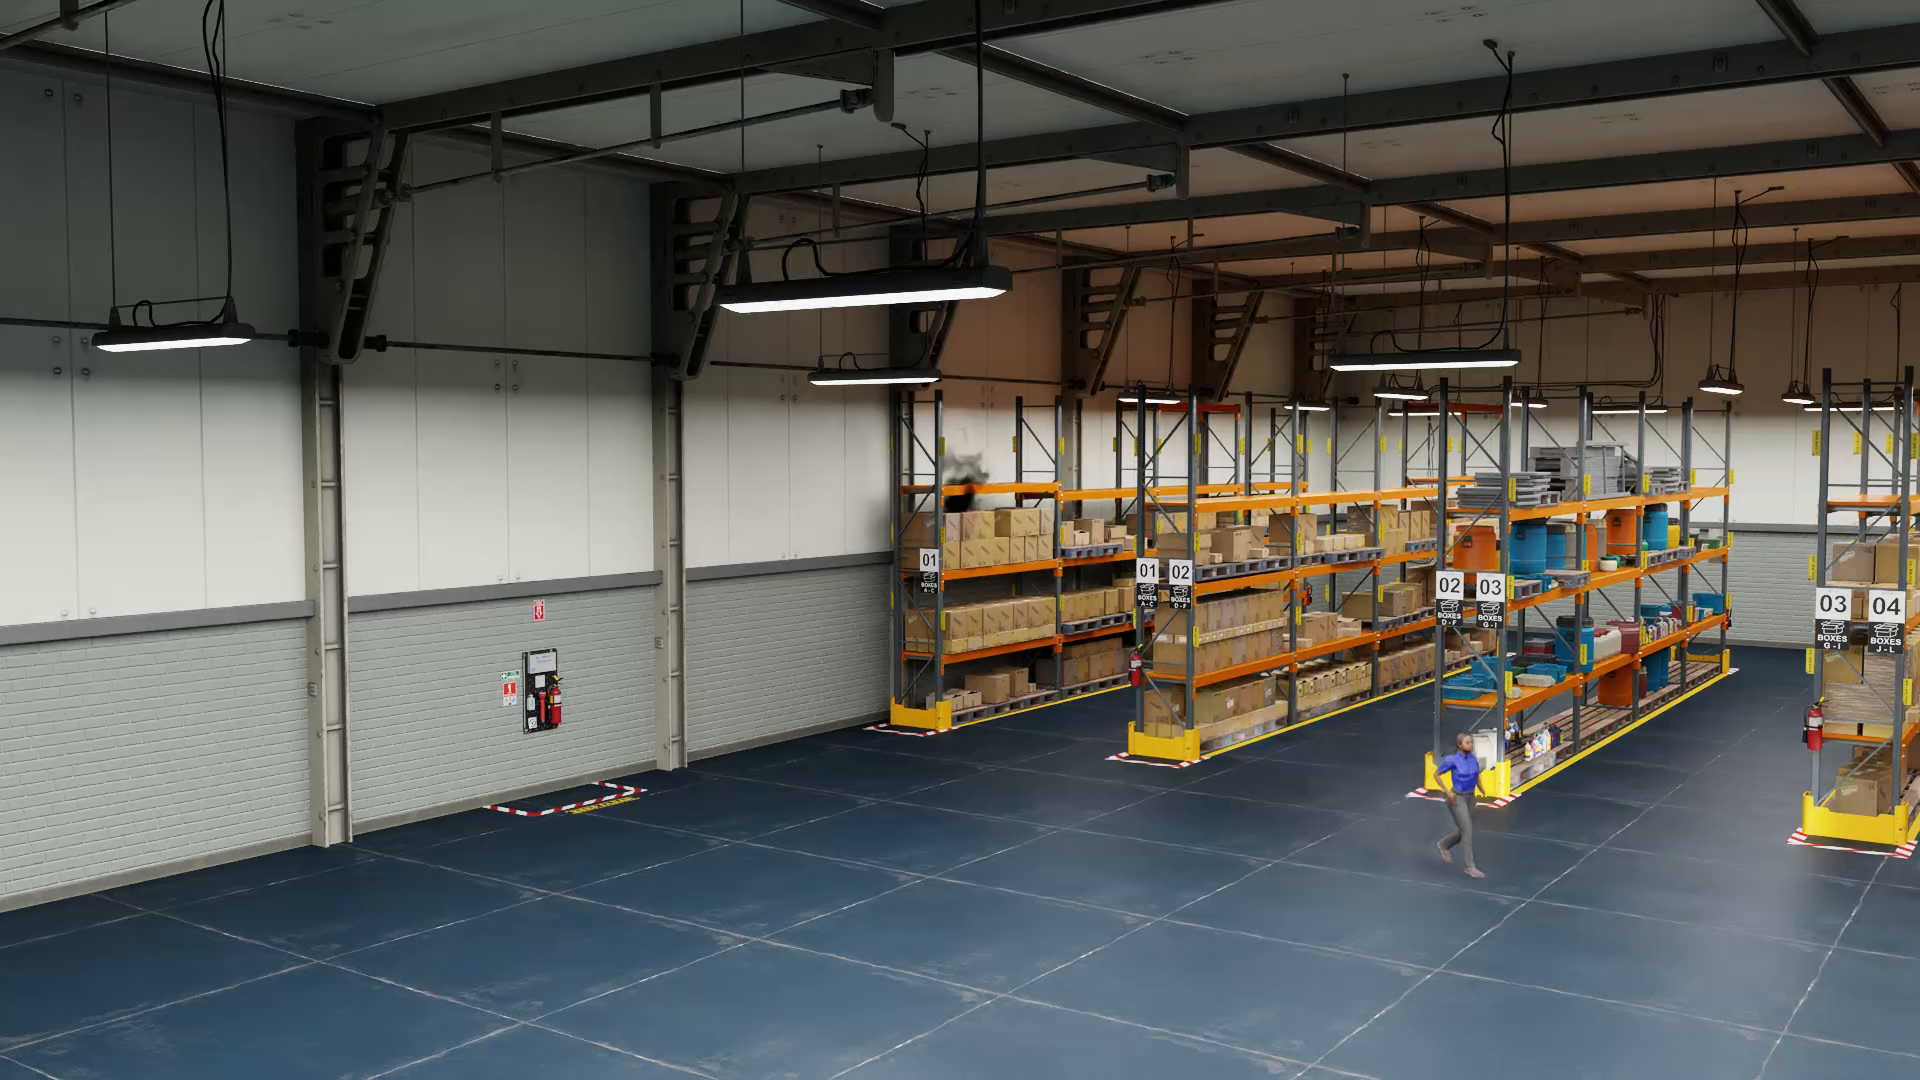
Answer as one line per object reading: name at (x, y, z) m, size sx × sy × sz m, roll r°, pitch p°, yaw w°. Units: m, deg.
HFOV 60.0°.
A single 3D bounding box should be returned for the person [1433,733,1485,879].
person at (5.867, 3.075, 19.525) m, size 0.597 × 1.647 × 0.809 m, roll -2°, pitch 4°, yaw -30°
